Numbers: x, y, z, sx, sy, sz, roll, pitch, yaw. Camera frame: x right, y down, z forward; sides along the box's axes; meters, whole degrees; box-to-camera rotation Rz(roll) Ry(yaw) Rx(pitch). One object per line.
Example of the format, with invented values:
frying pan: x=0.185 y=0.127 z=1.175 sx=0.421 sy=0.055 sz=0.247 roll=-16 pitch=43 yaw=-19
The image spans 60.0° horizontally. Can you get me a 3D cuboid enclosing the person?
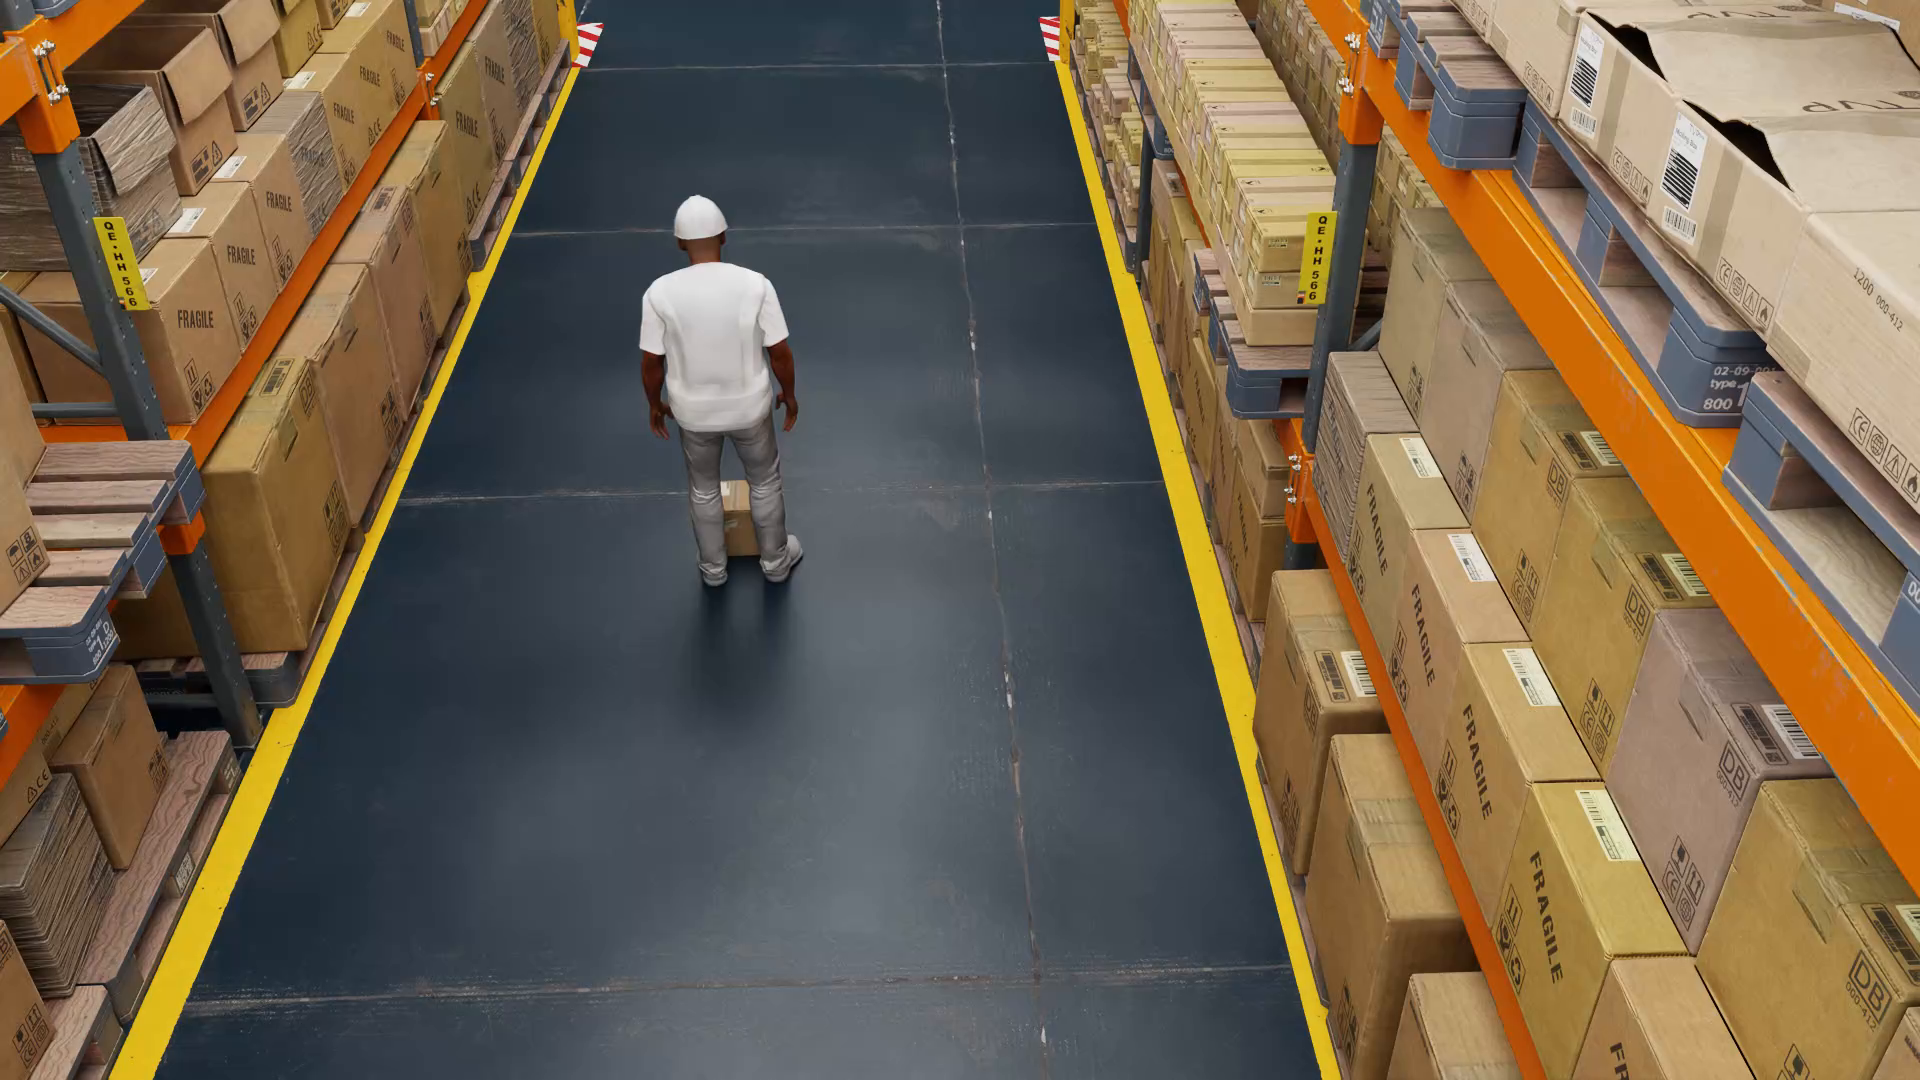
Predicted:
person: x=-0.996 y=-0.587 z=6.967 sx=0.629 sy=1.759 sz=0.461 roll=-3 pitch=35 yaw=-5
